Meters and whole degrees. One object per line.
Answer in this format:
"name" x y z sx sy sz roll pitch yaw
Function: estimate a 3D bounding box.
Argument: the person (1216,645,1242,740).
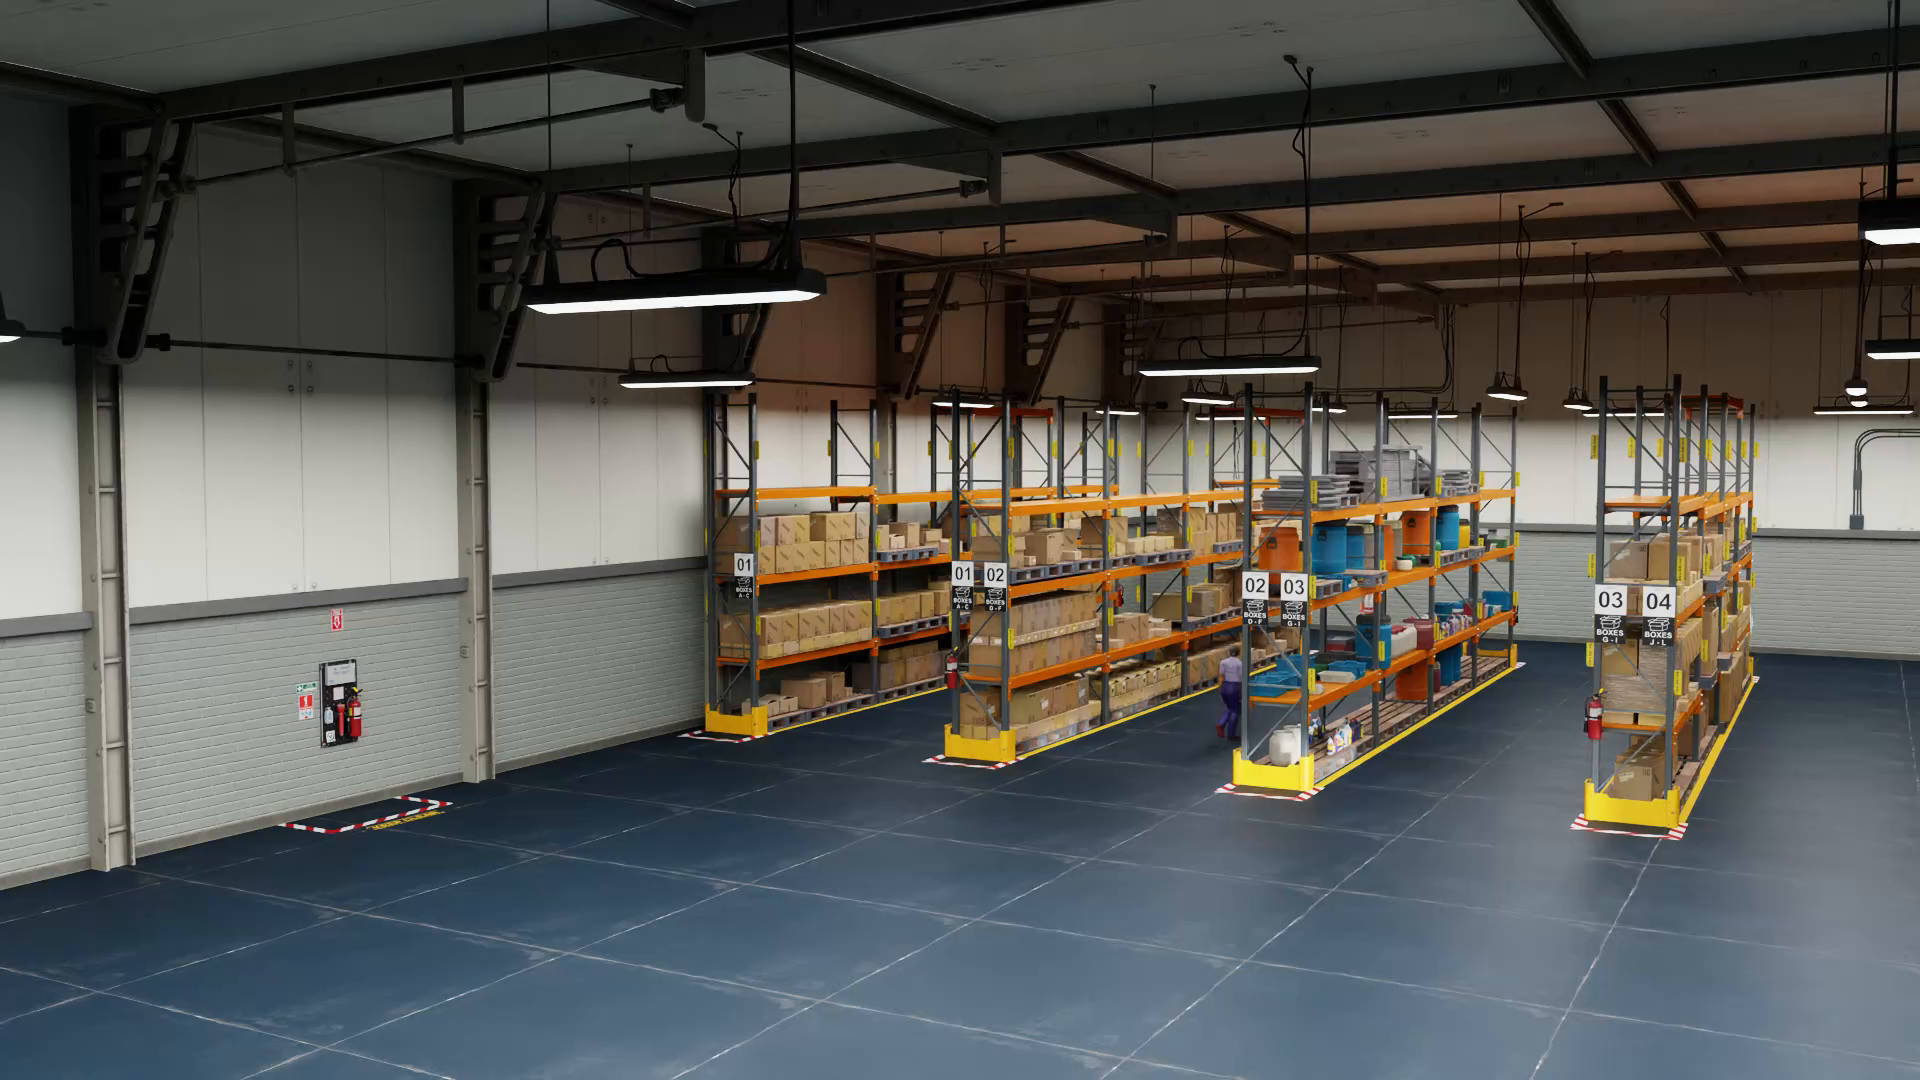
"person" 4.688 2.636 28.623 0.462 1.613 0.480 -2 3 -27

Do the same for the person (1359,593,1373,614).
"person" 10.148 1.888 41.159 0.619 1.783 0.832 1 3 19

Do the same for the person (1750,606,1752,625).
"person" 18.254 2.067 38.941 0.530 1.706 0.457 3 4 43
